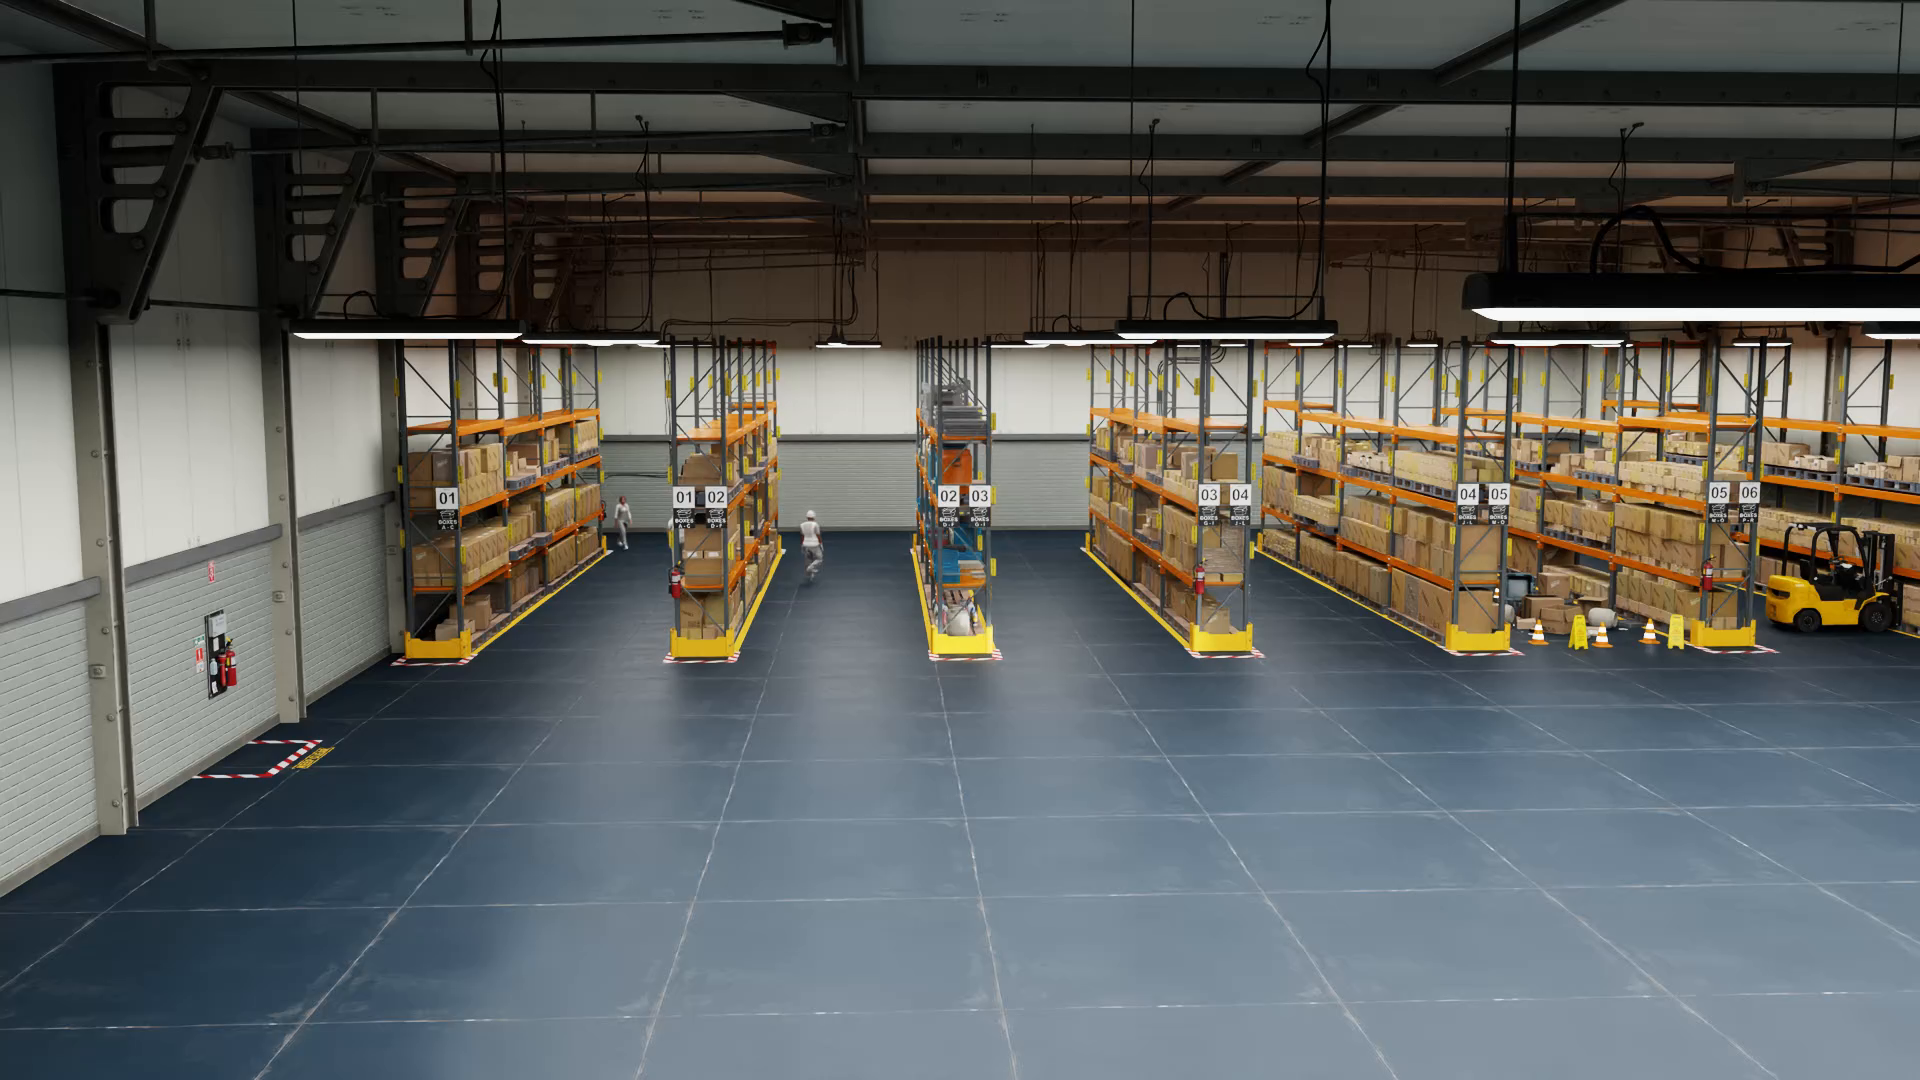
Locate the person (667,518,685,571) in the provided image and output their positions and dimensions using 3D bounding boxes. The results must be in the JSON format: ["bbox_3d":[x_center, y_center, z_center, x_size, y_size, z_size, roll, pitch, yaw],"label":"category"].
[{"bbox_3d":[-7.194,0.026,42.557,0.627,1.697,1.078,-1,7,-6],"label":"person"}]

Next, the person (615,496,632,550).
[{"bbox_3d":[-9.763,-0.524,48.093,0.439,1.536,0.996,-5,8,-37],"label":"person"}]

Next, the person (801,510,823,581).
[{"bbox_3d":[-3.693,0.155,41.293,0.600,1.779,0.766,4,8,33],"label":"person"}]
